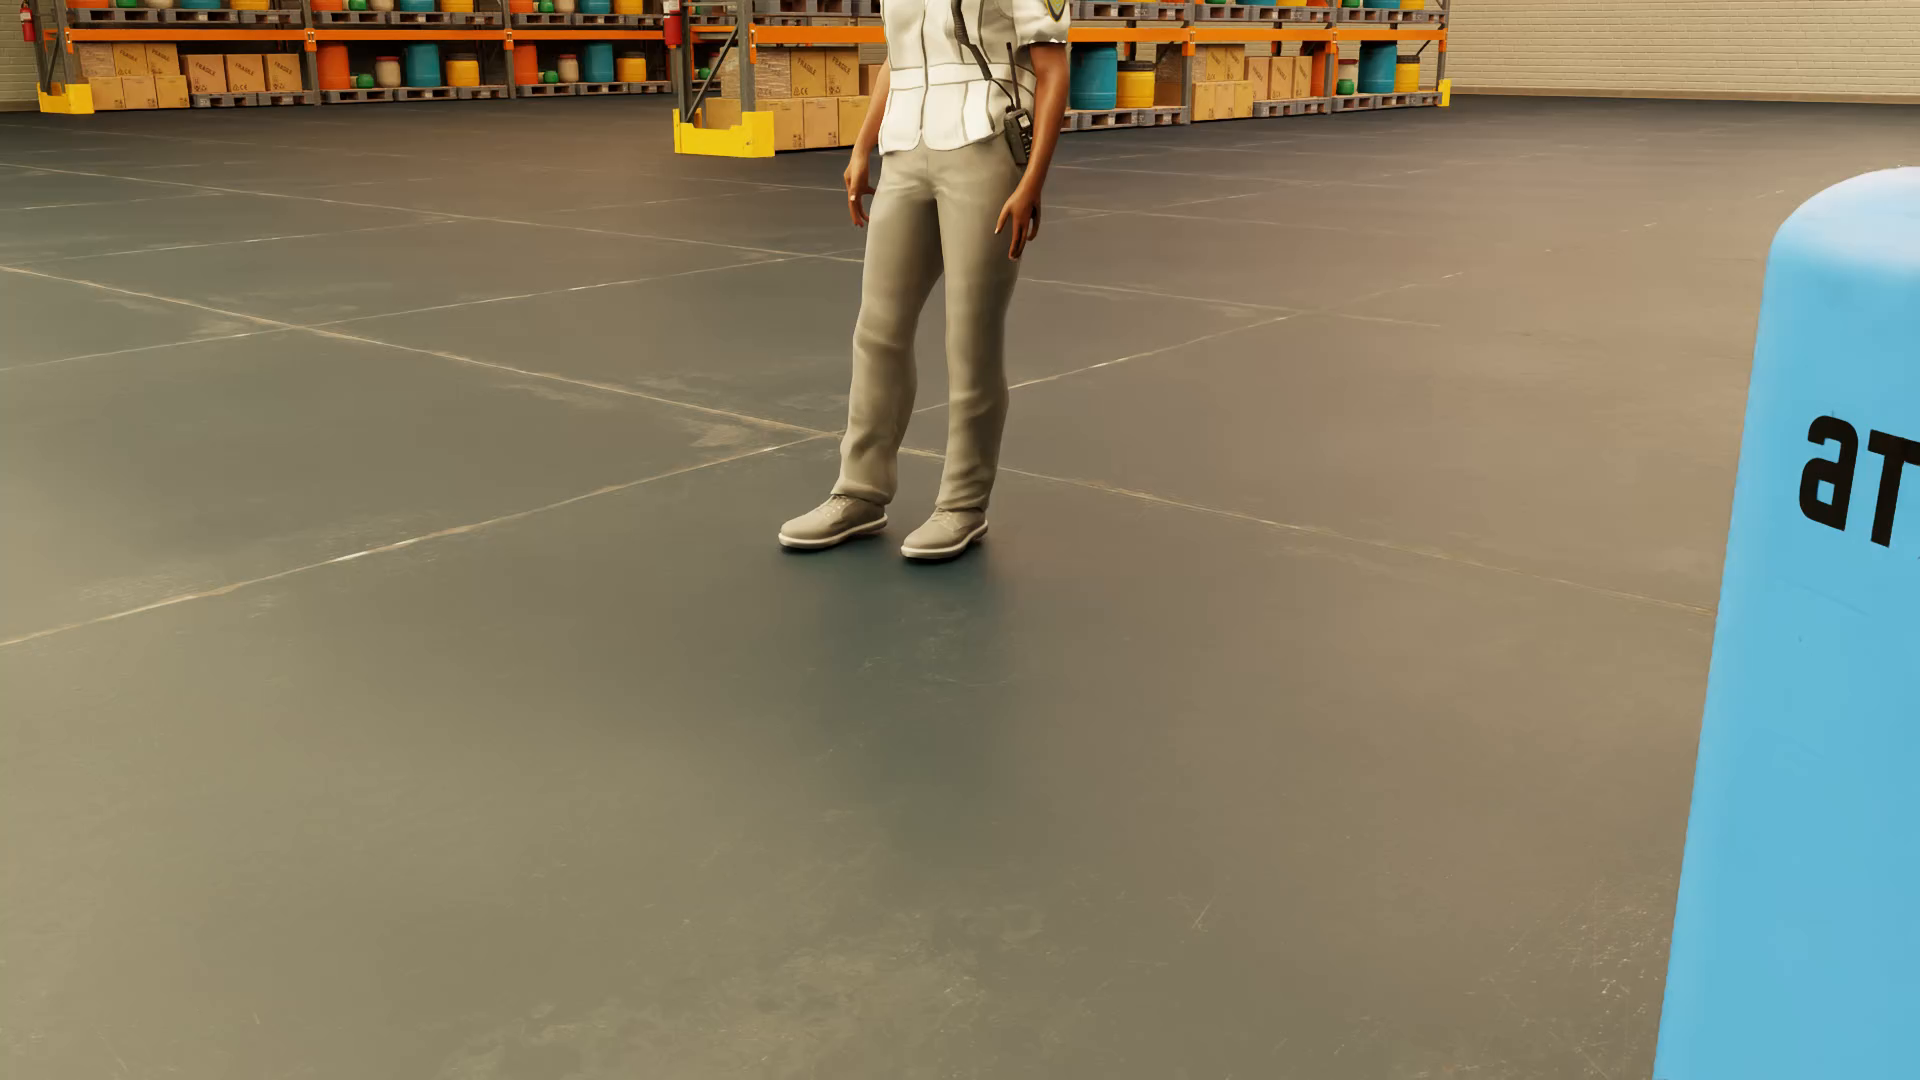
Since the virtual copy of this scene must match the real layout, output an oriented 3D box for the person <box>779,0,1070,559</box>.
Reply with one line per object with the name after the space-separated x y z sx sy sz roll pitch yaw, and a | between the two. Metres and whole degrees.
-0.063 -0.805 3.651 0.569 1.695 0.530 13 21 37 | person
